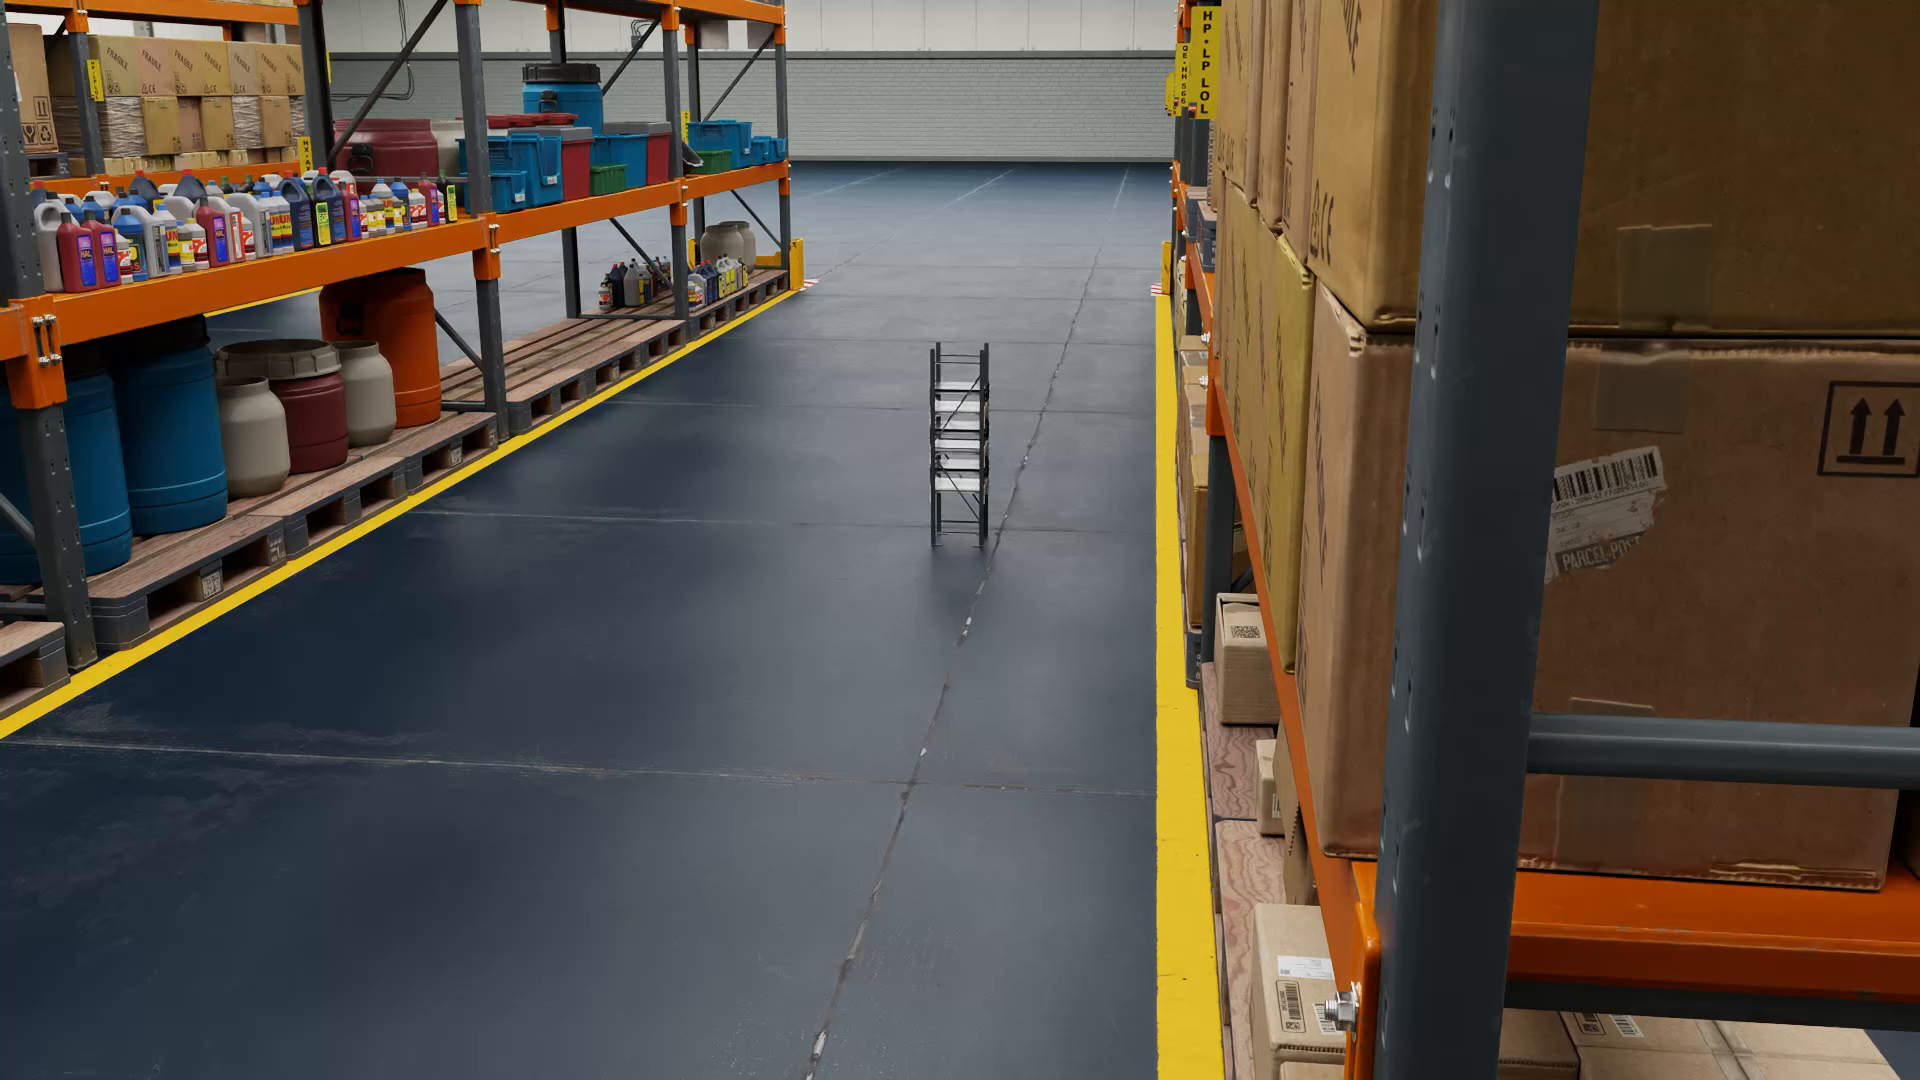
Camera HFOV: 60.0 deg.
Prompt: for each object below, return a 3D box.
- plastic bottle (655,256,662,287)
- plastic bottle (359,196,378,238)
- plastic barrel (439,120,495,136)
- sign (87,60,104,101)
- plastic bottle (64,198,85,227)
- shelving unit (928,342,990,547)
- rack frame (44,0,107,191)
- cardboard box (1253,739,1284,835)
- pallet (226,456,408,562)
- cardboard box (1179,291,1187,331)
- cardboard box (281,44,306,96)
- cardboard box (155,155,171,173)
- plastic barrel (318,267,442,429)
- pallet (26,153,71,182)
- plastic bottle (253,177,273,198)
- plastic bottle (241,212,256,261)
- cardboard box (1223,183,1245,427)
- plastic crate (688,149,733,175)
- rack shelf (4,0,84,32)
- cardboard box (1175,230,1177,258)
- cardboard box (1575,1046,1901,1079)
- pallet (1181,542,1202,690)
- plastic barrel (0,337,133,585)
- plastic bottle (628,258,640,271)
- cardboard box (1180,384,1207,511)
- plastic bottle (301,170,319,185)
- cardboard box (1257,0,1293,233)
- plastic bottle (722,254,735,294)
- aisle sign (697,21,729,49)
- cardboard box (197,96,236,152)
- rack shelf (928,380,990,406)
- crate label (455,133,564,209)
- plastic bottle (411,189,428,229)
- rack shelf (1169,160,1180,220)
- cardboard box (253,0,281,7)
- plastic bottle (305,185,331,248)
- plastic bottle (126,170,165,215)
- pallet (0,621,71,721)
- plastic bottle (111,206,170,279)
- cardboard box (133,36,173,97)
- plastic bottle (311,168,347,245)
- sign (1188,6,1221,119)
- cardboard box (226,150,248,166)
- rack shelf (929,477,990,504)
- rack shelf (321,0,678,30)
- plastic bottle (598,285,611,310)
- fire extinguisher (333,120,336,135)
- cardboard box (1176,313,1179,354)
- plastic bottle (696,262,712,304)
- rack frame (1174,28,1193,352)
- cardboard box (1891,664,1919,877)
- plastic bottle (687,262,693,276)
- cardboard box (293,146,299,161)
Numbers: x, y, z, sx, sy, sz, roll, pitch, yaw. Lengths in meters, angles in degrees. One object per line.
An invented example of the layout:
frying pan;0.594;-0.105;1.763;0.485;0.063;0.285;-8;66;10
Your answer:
plastic bottle;-2.832;-2.501;15.525;0.061;0.283;0.133;2;15;7
plastic bottle;-2.922;-1.590;8.176;0.097;0.201;0.097;0;15;0
plastic barrel;-3.225;-2.480;10.874;0.421;0.512;0.421;0;15;0
sign;-7.095;-3.771;13.643;0.100;0.325;0.005;2;15;6
plastic bottle;-3.681;-1.283;6.907;0.097;0.271;0.097;0;15;0
shelving unit;-0.001;-0.432;7.537;0.258;0.900;0.210;2;15;6
rack frame;-7.647;-3.227;13.851;1.000;3.000;0.127;2;15;6
cardboard box;0.943;0.623;4.198;0.380;0.166;0.250;2;15;6
pallet;-3.364;-0.177;7.911;1.003;0.211;1.213;2;15;6
cardboard box;1.671;-1.452;10.675;0.500;0.311;0.500;2;15;6
cardboard box;-7.012;-4.789;16.951;0.500;0.500;0.500;2;15;6
cardboard box;-7.263;-3.348;14.779;0.380;0.149;0.250;2;15;6
plastic barrel;-3.215;-1.072;9.232;0.600;0.830;0.708;2;15;6
pallet;-7.877;-2.941;13.159;1.003;0.211;1.213;2;15;6
plastic bottle;-3.579;-1.728;8.553;0.097;0.271;0.097;0;15;0
plastic bottle;-3.053;-1.289;7.063;0.097;0.201;0.097;0;15;0
cardboard box;0.852;-0.521;3.652;0.500;0.500;0.500;2;15;6
plastic crate;-2.292;-3.323;14.611;0.450;0.188;0.662;2;15;6
rack shelf;-7.872;-3.809;11.635;1.077;0.370;4.000;2;15;6
cardboard box;2.311;-2.947;15.842;0.500;0.500;0.500;2;15;6
cardboard box;1.242;1.030;2.530;0.500;0.250;0.500;2;15;6
pallet;1.347;0.274;6.244;1.003;0.211;1.213;2;15;6
plastic barrel;-3.550;-0.337;6.377;0.600;0.901;0.708;2;15;6
plastic bottle;-2.881;-2.324;14.743;0.144;0.351;0.185;2;15;6
cardboard box;1.240;-0.392;7.311;0.500;0.500;0.500;1;15;4
plastic bottle;-3.547;-1.882;9.111;0.152;0.276;0.135;2;15;6
cardboard box;0.729;-0.742;2.554;0.500;0.500;0.500;2;15;8
plastic bottle;-2.132;-2.420;15.096;0.144;0.351;0.185;2;15;9
aisle sign;-2.557;-5.401;16.910;0.394;0.787;0.004;2;15;6
cardboard box;-7.389;-3.924;15.666;0.875;0.500;0.500;2;15;6
rack shelf;-0.001;-0.661;7.475;0.258;0.077;0.200;2;15;6
crate label;-2.796;-2.311;10.394;0.502;0.435;0.616;2;15;6
plastic bottle;-2.856;-1.741;8.737;0.097;0.201;0.097;0;15;0
rack shelf;2.422;-3.106;14.781;1.077;0.370;4.000;2;15;6
cardboard box;-7.051;-5.378;16.347;0.500;0.250;0.500;2;15;7
plastic bottle;-2.963;-1.491;7.654;0.061;0.283;0.133;2;15;6
plastic bottle;-3.725;-1.517;7.619;0.144;0.351;0.185;2;15;6
pallet;-3.672;0.531;5.293;1.003;0.211;1.213;2;15;6
plastic bottle;-3.156;-1.151;6.408;0.152;0.276;0.135;2;15;6
cardboard box;-7.288;-4.141;14.553;0.500;0.500;0.500;2;15;6
plastic bottle;-2.987;-1.566;7.803;0.144;0.351;0.185;2;15;6
sign;0.741;-1.434;5.001;0.100;0.325;0.005;2;15;6
cardboard box;-7.087;-3.671;15.975;0.380;0.149;0.250;2;15;6
rack shelf;-0.001;-0.226;7.592;0.258;0.077;0.200;2;15;6
rack shelf;-2.951;-3.664;11.096;1.077;0.370;4.000;2;15;6
plastic bottle;-2.994;-2.046;14.001;0.097;0.201;0.097;0;15;0
fire extinguisher;-6.725;-4.244;17.758;0.296;0.674;0.183;2;15;6
cardboard box;1.790;-1.446;11.726;0.500;0.250;0.500;1;15;5
plastic bottle;-2.222;-2.212;14.329;0.144;0.351;0.185;2;15;8
rack frame;2.196;-2.935;12.769;1.000;3.000;0.127;2;15;6
cardboard box;1.154;0.022;1.642;0.500;0.500;0.500;2;15;7
plastic bottle;-2.365;-2.217;14.345;0.144;0.351;0.185;2;15;6
cardboard box;-7.051;-3.999;17.185;0.380;0.149;0.250;2;15;6
